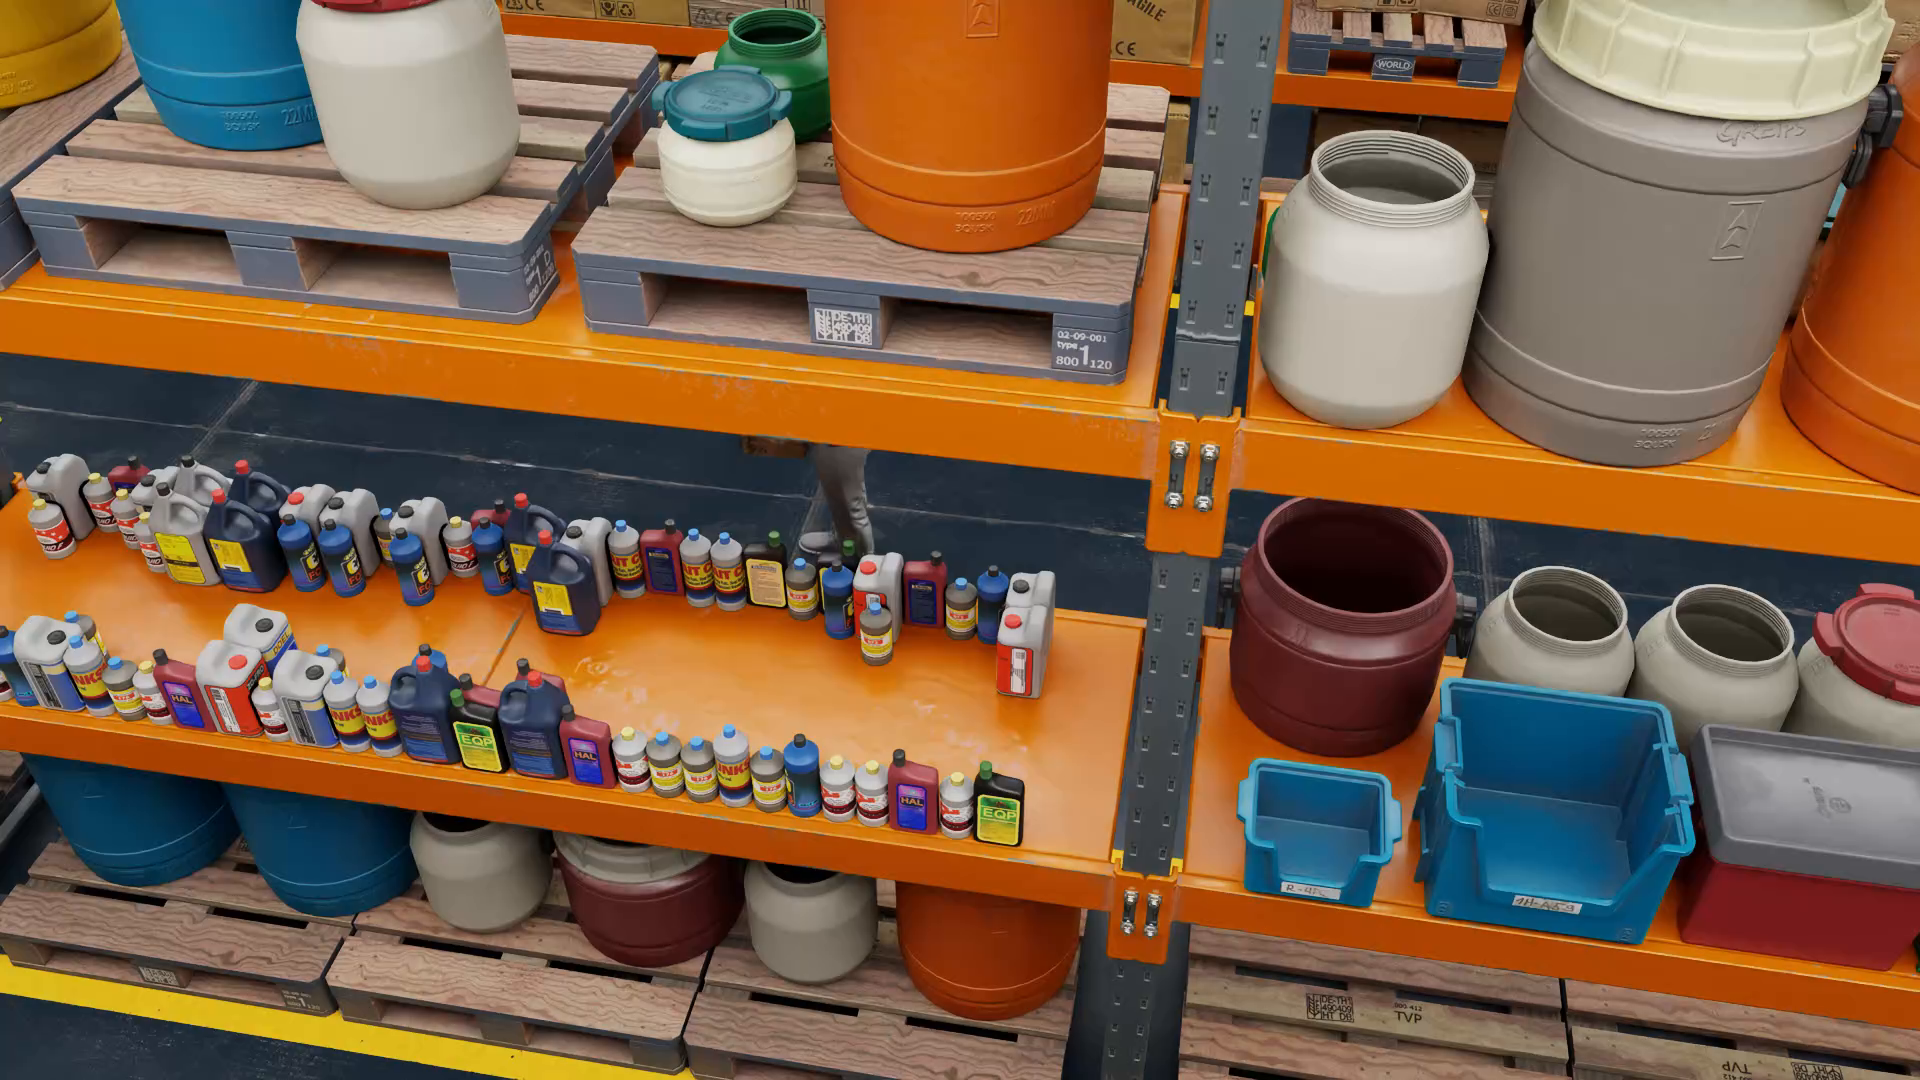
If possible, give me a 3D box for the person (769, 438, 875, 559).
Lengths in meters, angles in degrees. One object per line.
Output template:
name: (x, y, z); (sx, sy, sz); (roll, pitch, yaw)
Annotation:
person: (-0.506, -0.470, 6.670); (0.512, 1.701, 0.504); (7, 41, 8)
